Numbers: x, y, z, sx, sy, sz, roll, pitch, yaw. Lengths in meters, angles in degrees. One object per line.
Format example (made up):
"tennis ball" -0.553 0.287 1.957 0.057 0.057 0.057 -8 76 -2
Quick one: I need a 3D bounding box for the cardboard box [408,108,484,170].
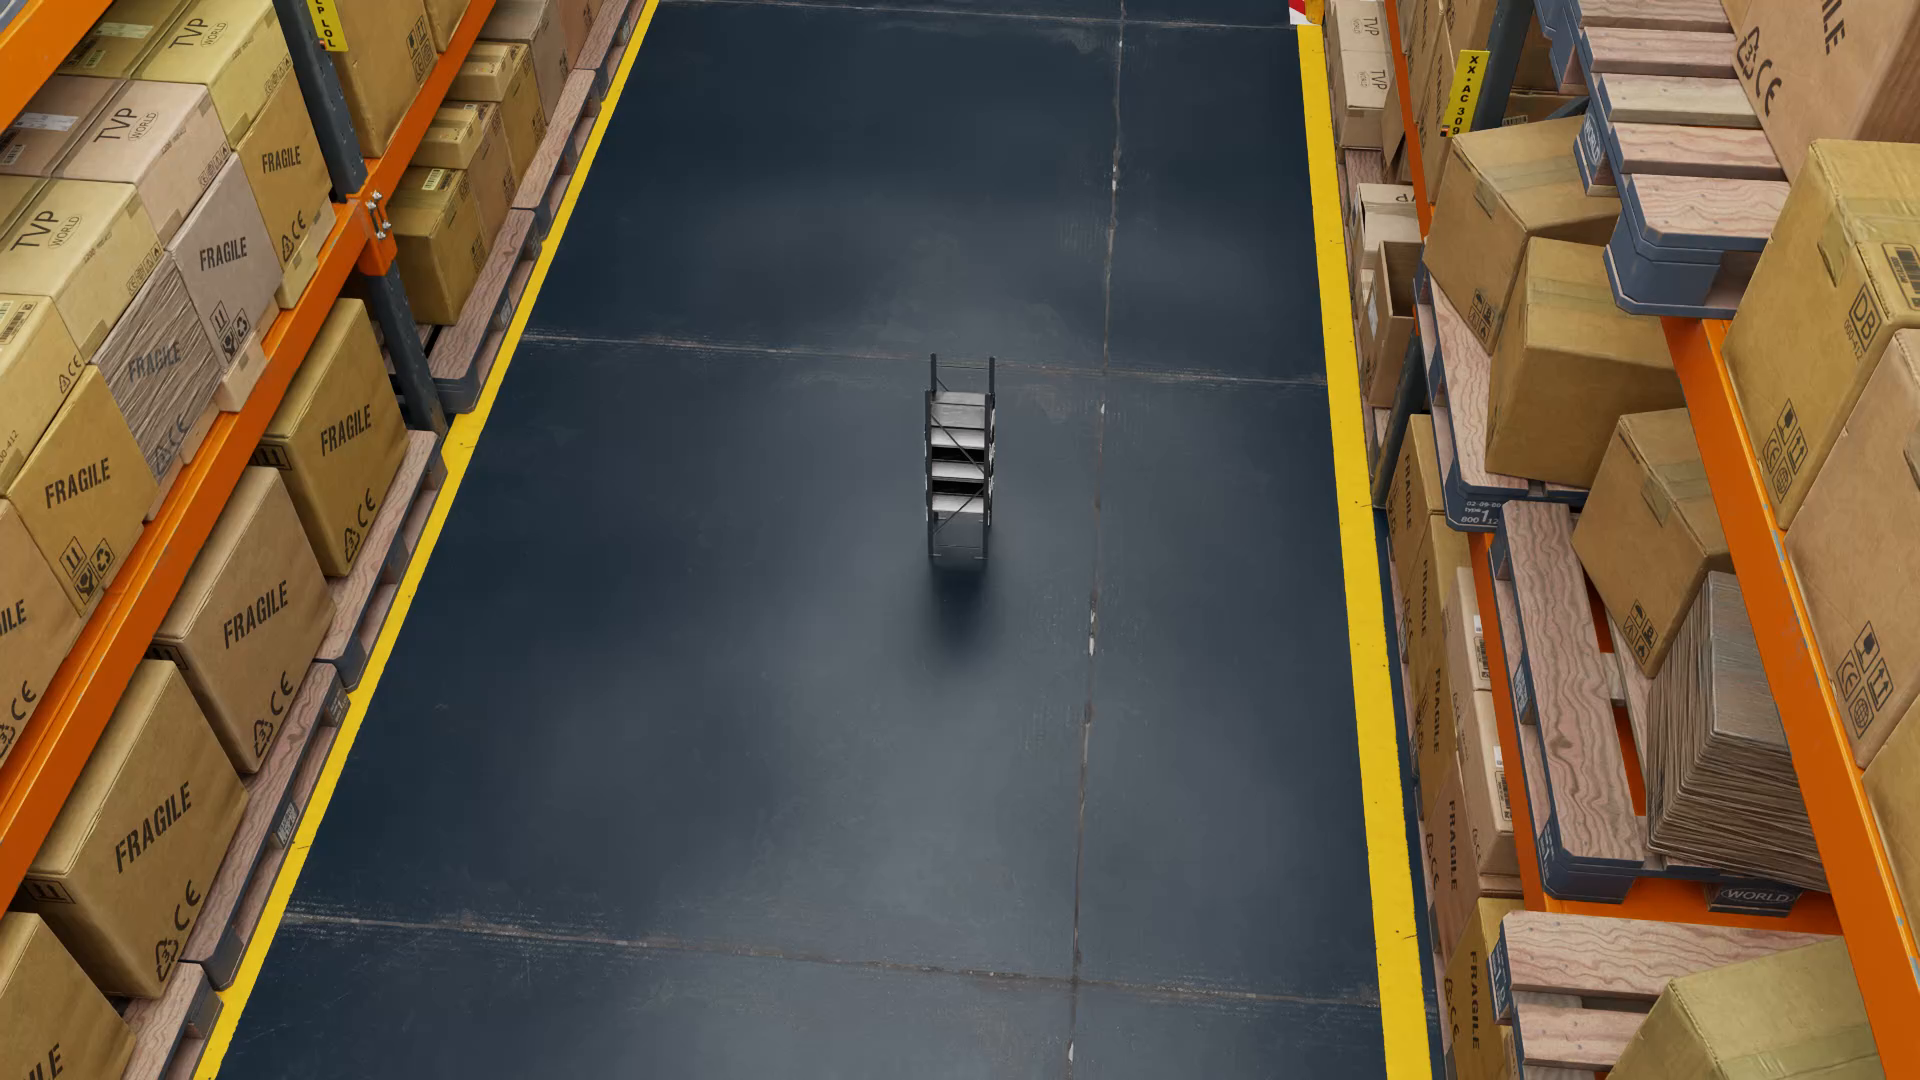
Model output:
"cardboard box" -2.337 -1.779 7.341 0.380 0.149 0.250 5 48 5

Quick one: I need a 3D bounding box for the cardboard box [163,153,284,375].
"cardboard box" -2.548 -0.890 5.274 0.500 0.500 0.500 4 48 4

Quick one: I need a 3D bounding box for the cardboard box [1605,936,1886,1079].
"cardboard box" 1.794 1.143 3.345 0.700 0.500 0.500 -11 48 -10

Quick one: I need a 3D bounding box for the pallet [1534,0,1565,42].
"pallet" 2.084 -1.624 4.324 1.213 0.211 1.003 4 48 4

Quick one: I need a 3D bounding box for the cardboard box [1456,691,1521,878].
"cardboard box" 1.790 0.735 4.959 0.500 0.250 0.500 3 48 3

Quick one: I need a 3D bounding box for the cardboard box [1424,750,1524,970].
"cardboard box" 1.789 1.015 5.211 0.500 0.500 0.500 2 48 2

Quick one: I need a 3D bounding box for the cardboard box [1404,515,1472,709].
"cardboard box" 1.889 0.277 5.886 0.500 0.500 0.500 4 48 4

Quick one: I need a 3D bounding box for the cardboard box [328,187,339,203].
"cardboard box" -2.761 -1.447 7.036 0.380 0.149 0.250 4 48 3

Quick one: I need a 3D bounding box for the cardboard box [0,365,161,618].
"cardboard box" -2.643 -0.154 4.601 0.500 0.500 0.500 5 48 5

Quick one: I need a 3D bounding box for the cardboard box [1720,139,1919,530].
"cardboard box" 1.949 -0.337 2.950 0.910 0.500 0.500 4 48 4

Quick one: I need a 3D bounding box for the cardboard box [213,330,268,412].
"cardboard box" -2.503 -0.562 5.414 0.380 0.149 0.250 4 48 4

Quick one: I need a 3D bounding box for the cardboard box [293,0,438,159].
"cardboard box" -2.655 -1.979 6.350 0.980 0.700 0.700 5 48 4

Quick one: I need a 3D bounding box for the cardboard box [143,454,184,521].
"cardboard box" -2.629 -0.204 5.087 0.380 0.149 0.250 3 48 2

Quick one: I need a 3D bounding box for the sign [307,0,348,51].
"sign" -2.179 -1.815 5.672 0.100 0.325 0.005 4 48 4

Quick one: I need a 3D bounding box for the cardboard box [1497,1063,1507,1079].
"cardboard box" 1.700 1.781 4.510 0.500 0.500 0.500 6 48 5

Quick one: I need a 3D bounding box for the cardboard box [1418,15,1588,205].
"cardboard box" 2.003 -1.568 6.110 0.500 0.500 0.500 5 48 4

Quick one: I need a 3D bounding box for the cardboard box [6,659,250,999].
"cardboard box" -2.801 0.868 5.122 0.750 0.750 0.750 4 48 3

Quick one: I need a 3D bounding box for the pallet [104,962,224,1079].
"pallet" -2.938 1.826 4.963 1.003 0.211 1.213 4 48 4

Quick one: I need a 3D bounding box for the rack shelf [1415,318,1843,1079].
"rack shelf" 2.031 0.562 4.716 1.077 0.370 4.000 4 48 4

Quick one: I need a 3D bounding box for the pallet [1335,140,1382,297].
"pallet" 2.385 -1.612 8.108 1.003 0.211 1.213 4 48 4

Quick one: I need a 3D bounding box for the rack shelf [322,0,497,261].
"rack shelf" -2.538 -2.707 7.707 1.077 0.370 4.000 4 48 4

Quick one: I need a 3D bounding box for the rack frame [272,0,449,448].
"rack frame" -2.720 -1.480 6.097 1.000 3.000 0.127 4 48 4

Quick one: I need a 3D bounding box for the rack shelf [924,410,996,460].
"rack shelf" 0.001 -0.409 6.341 0.258 0.077 0.200 4 48 4

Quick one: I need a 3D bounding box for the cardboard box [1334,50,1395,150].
"cardboard box" 2.154 -2.195 8.316 0.500 0.250 0.500 4 48 4

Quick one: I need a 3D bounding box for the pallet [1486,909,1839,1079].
"pallet" 1.840 1.351 3.637 1.213 0.211 1.003 4 48 4

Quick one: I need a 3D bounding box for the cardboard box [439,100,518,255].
"cardboard box" -2.501 -1.690 7.698 0.700 0.500 0.500 3 48 3

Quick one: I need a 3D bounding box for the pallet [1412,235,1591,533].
"pallet" 2.031 -0.505 5.335 1.003 0.211 1.213 4 48 4

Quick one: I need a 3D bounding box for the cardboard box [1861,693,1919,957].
"cardboard box" 1.855 0.420 2.258 0.910 0.500 0.500 4 48 4

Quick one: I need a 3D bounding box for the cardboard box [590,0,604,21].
"cardboard box" -2.320 -3.197 9.076 0.700 0.500 0.500 4 48 4

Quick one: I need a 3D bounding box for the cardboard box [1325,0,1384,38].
"cardboard box" 2.174 -2.813 8.938 0.380 0.166 0.250 4 48 4

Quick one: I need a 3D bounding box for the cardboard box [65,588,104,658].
"cardboard box" -2.695 0.183 4.733 0.380 0.149 0.250 4 48 4

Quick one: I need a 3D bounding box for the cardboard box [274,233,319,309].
"cardboard box" -2.469 -0.948 5.767 0.380 0.149 0.250 5 48 4

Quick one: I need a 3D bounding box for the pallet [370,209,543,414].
"pallet" -2.573 -1.093 7.632 1.003 0.211 1.213 4 48 4

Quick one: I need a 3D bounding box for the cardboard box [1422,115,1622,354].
"cardboard box" 1.947 -0.992 5.299 0.700 0.500 0.500 -11 48 -10

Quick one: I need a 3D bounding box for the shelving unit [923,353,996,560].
"shelving unit" 0.001 -0.310 6.449 0.258 0.900 0.210 4 48 4

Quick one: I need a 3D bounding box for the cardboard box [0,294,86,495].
"cardboard box" -2.657 -0.390 4.308 0.500 0.250 0.500 3 48 3

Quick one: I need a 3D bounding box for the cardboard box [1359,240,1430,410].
"cardboard box" 1.982 -0.893 6.955 0.500 0.500 0.500 4 48 4

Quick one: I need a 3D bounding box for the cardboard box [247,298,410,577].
"cardboard box" -2.650 -0.410 6.291 0.750 0.750 0.750 4 48 4

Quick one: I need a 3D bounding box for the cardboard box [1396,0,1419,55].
"cardboard box" 2.093 -2.325 6.802 0.500 0.500 0.500 5 48 4

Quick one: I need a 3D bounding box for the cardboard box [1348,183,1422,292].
"cardboard box" 2.051 -1.380 7.529 0.500 0.311 0.500 4 48 4

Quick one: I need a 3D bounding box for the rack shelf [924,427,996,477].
"rack shelf" 0.001 -0.348 6.408 0.258 0.077 0.200 4 48 4

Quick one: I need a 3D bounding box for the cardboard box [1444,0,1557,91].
"cardboard box" 2.001 -1.910 5.745 0.500 0.500 0.500 4 48 4

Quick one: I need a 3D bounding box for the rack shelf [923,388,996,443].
"rack shelf" 0.001 -0.469 6.275 0.258 0.077 0.200 4 48 4

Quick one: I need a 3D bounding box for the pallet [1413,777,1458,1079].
"pallet" 2.068 1.290 5.453 1.003 0.211 1.213 4 48 4

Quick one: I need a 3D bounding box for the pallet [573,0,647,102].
"pallet" -2.351 -2.886 9.272 1.003 0.211 1.213 4 48 4

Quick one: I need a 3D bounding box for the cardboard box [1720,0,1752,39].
"cardboard box" 2.055 -1.514 3.675 0.600 0.600 0.600 3 48 3

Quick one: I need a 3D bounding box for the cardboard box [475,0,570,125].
"cardboard box" -2.411 -2.459 8.402 0.700 0.500 0.500 2 48 2

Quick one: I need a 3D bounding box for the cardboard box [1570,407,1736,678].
"cardboard box" 2.113 -0.023 4.412 0.700 0.500 0.500 -7 48 -6

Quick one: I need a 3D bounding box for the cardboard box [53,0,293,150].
"cardboard box" -2.508 -1.514 5.337 0.500 0.250 0.500 5 48 4

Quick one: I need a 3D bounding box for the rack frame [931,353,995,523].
"rack frame" 0.010 -0.384 6.518 0.240 0.900 0.006 4 48 4
